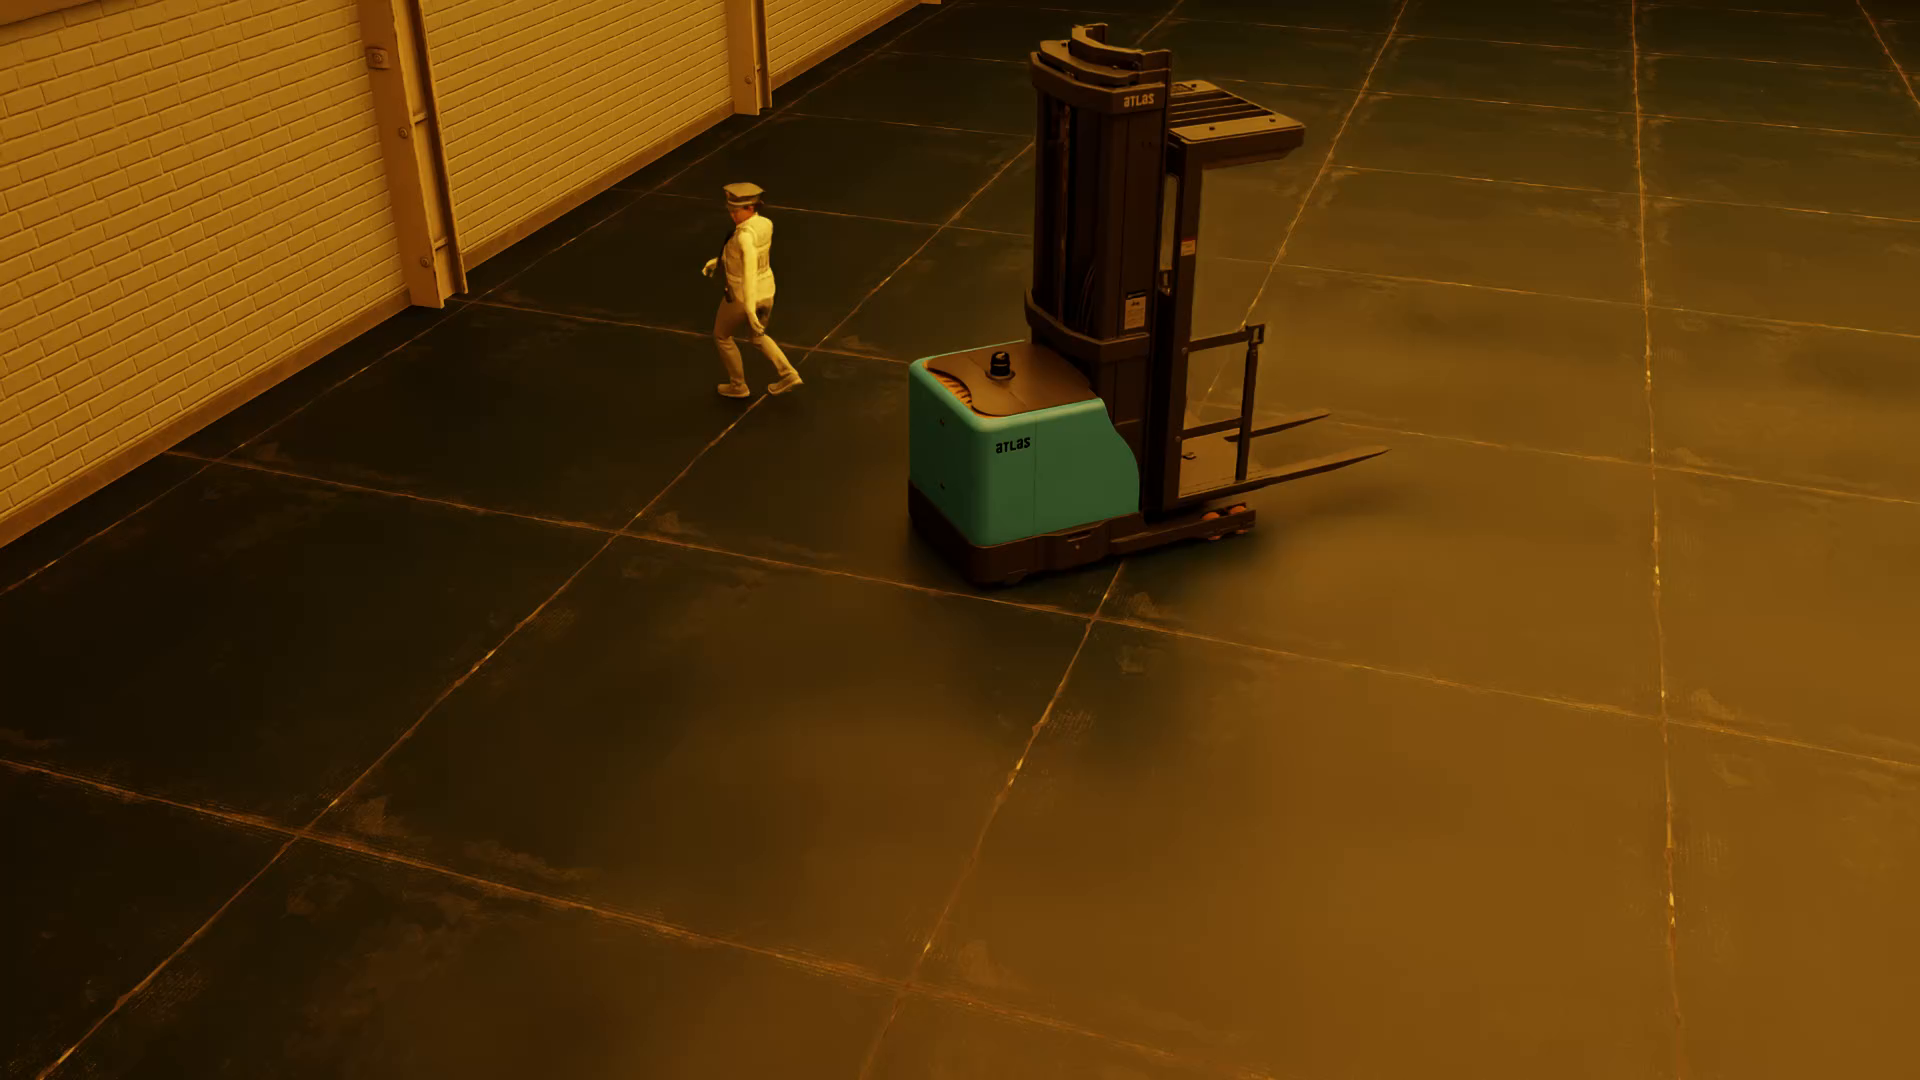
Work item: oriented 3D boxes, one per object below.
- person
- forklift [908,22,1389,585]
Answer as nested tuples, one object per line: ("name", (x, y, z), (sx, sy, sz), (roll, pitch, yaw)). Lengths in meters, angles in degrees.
("person", (-1.461, -1.671, 11.441), (0.710, 1.597, 0.559), (21, 36, 32))
("forklift", (1.242, -1.495, 9.759), (3.031, 2.935, 1.130), (-13, 32, -22))
